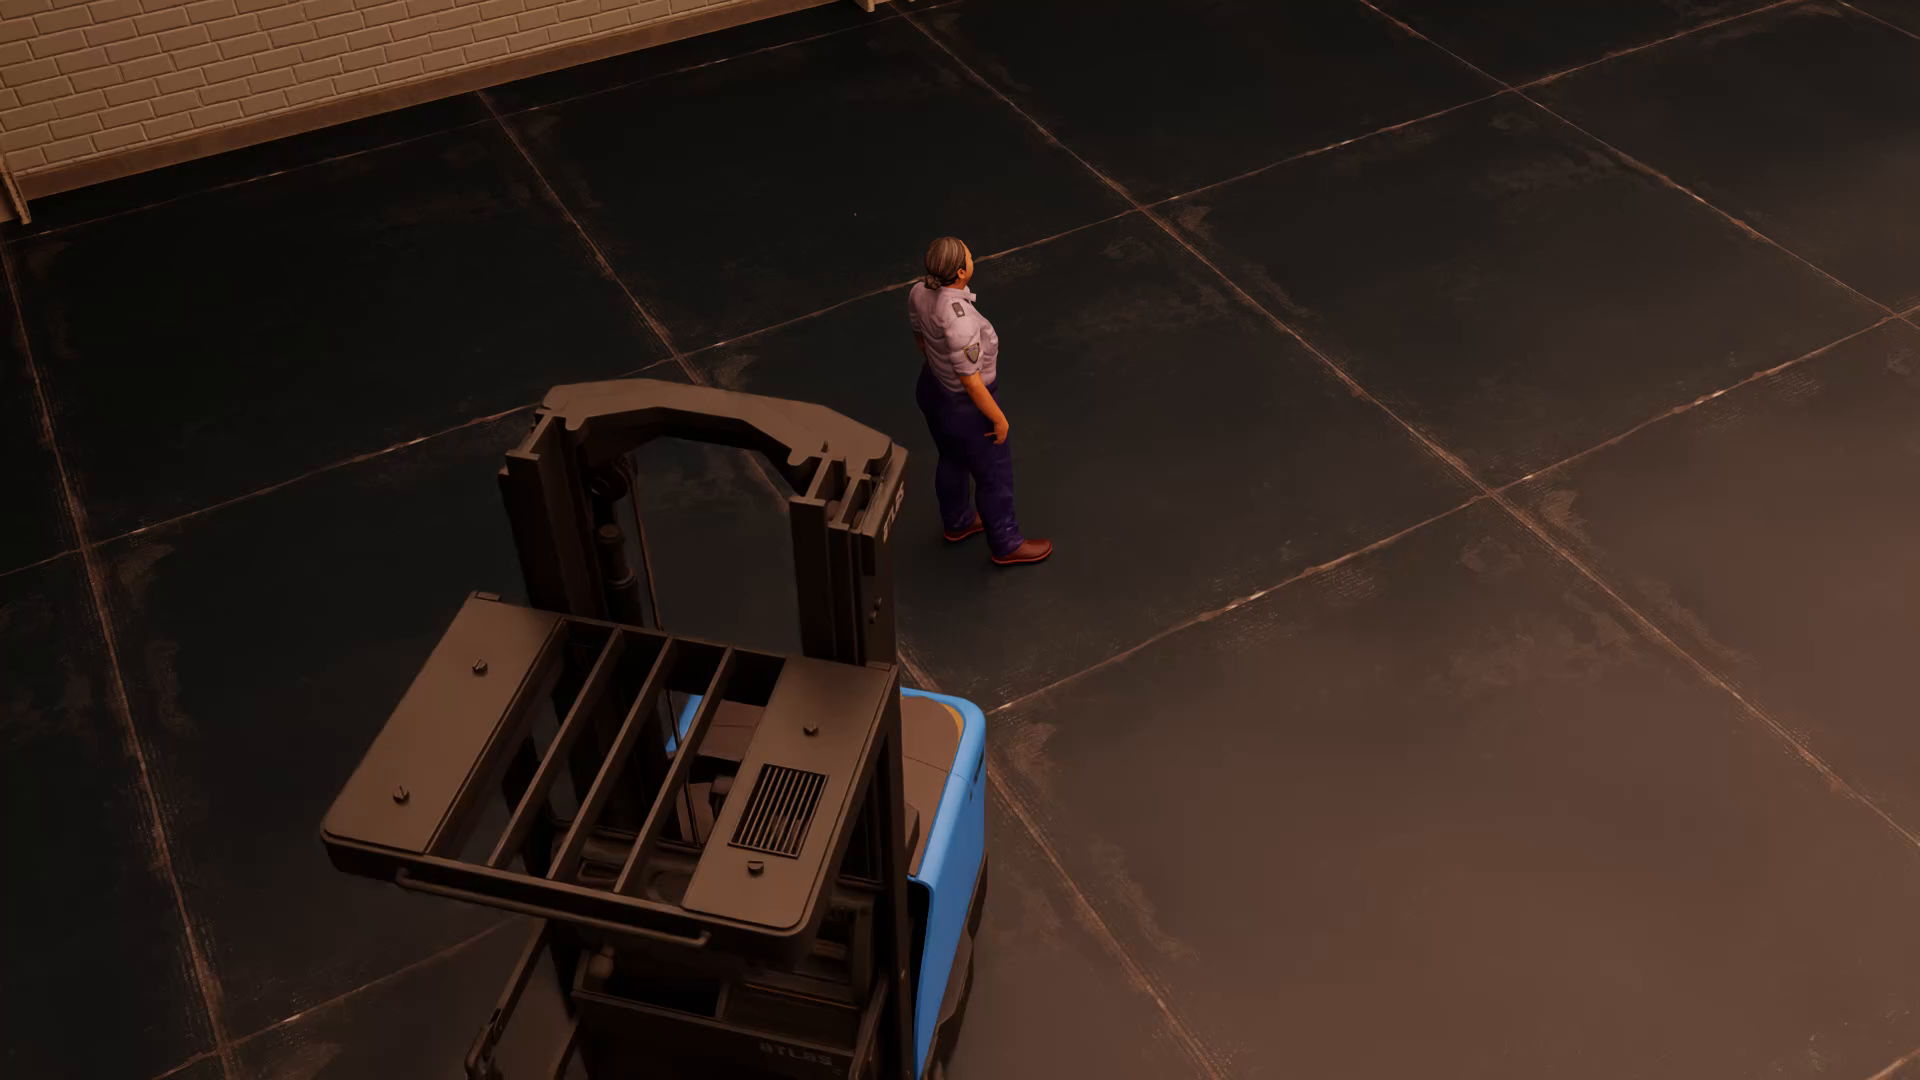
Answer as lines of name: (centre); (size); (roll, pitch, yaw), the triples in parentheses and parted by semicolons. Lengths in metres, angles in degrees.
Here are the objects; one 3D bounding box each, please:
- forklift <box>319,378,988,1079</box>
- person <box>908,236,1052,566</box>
forklift: (-0.739, 1.162, 4.444); (1.130, 2.935, 3.031); (9, 44, 10)
person: (0.089, -0.627, 7.306); (0.503, 1.651, 0.598); (-21, 47, -21)
